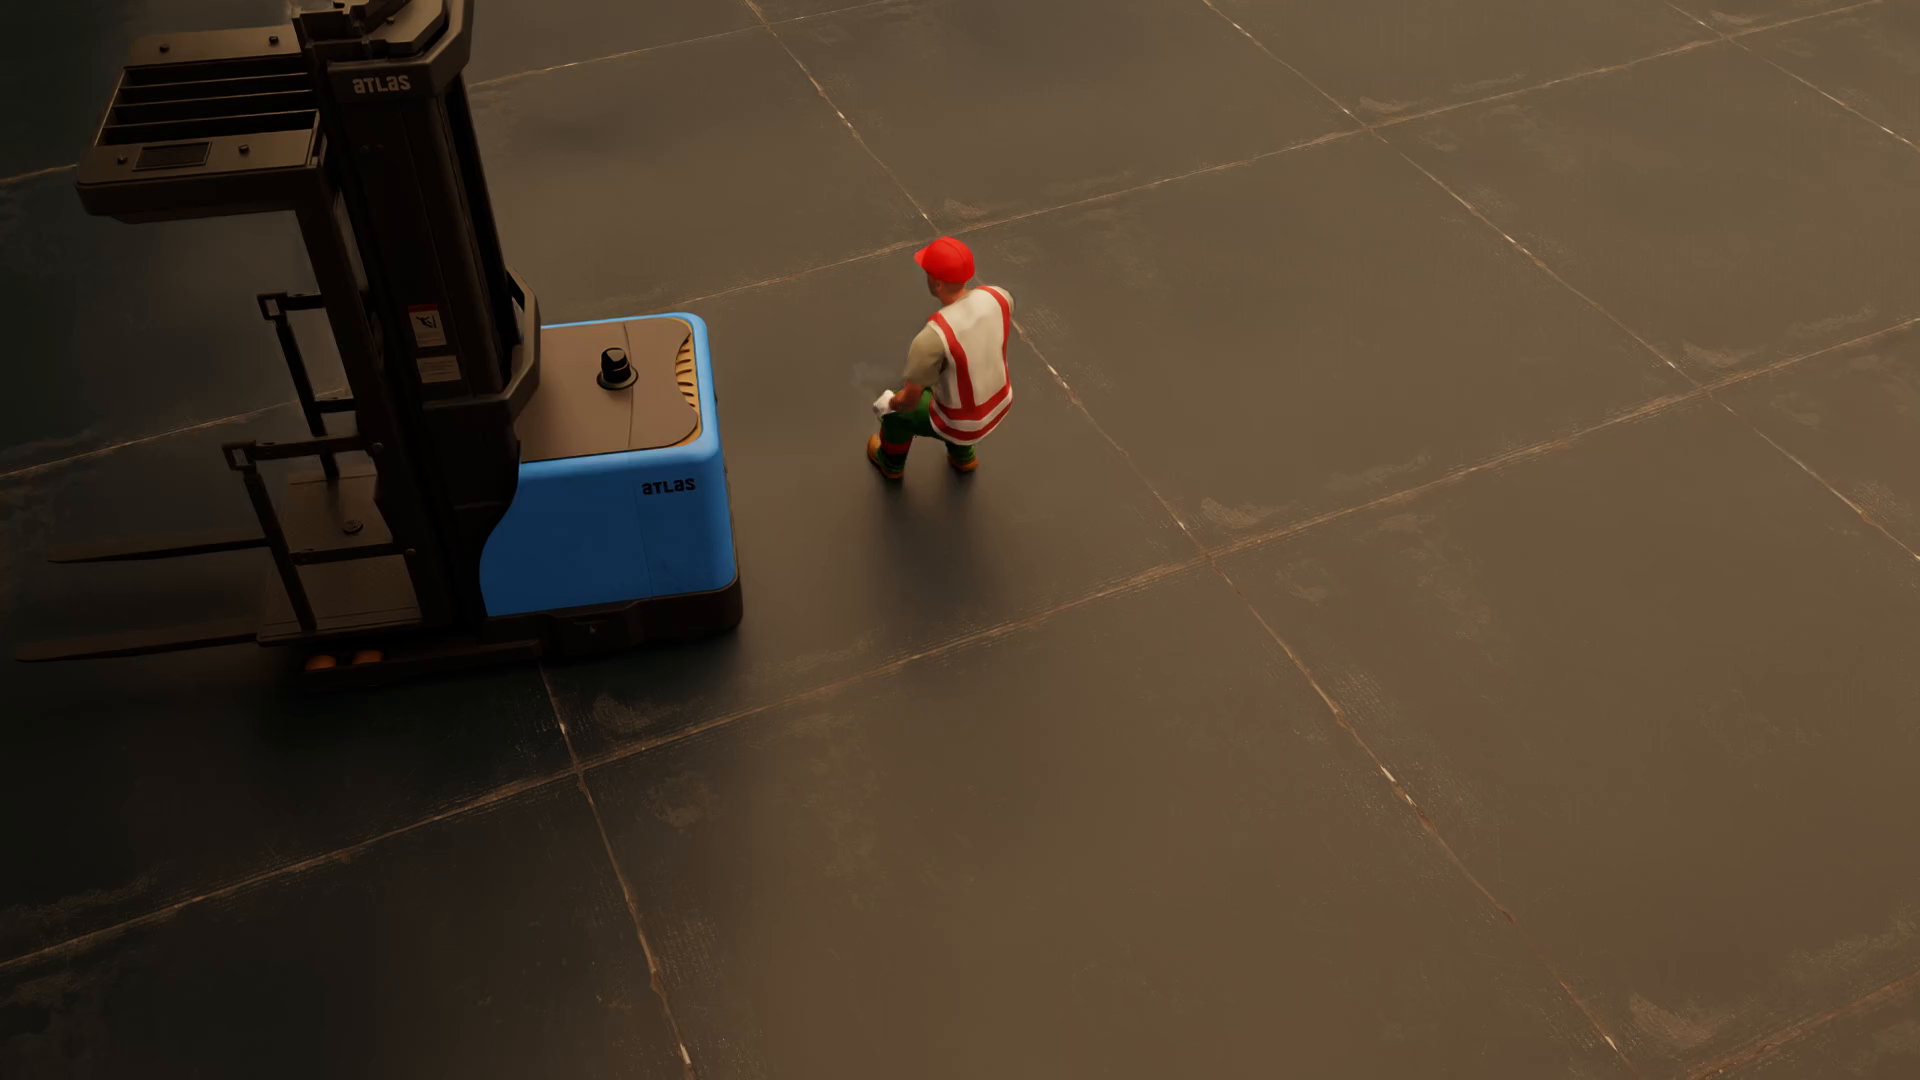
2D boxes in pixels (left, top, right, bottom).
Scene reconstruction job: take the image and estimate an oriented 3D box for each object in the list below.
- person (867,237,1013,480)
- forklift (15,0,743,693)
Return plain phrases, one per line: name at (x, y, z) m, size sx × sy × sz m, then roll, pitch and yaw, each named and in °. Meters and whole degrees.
person at (-0.172, -0.758, 7.564) m, size 0.897 × 1.567 × 0.798 m, roll 29°, pitch 50°, yaw 27°
forklift at (-2.527, -0.809, 6.547) m, size 3.031 × 2.935 × 1.130 m, roll -7°, pitch 43°, yaw -7°
